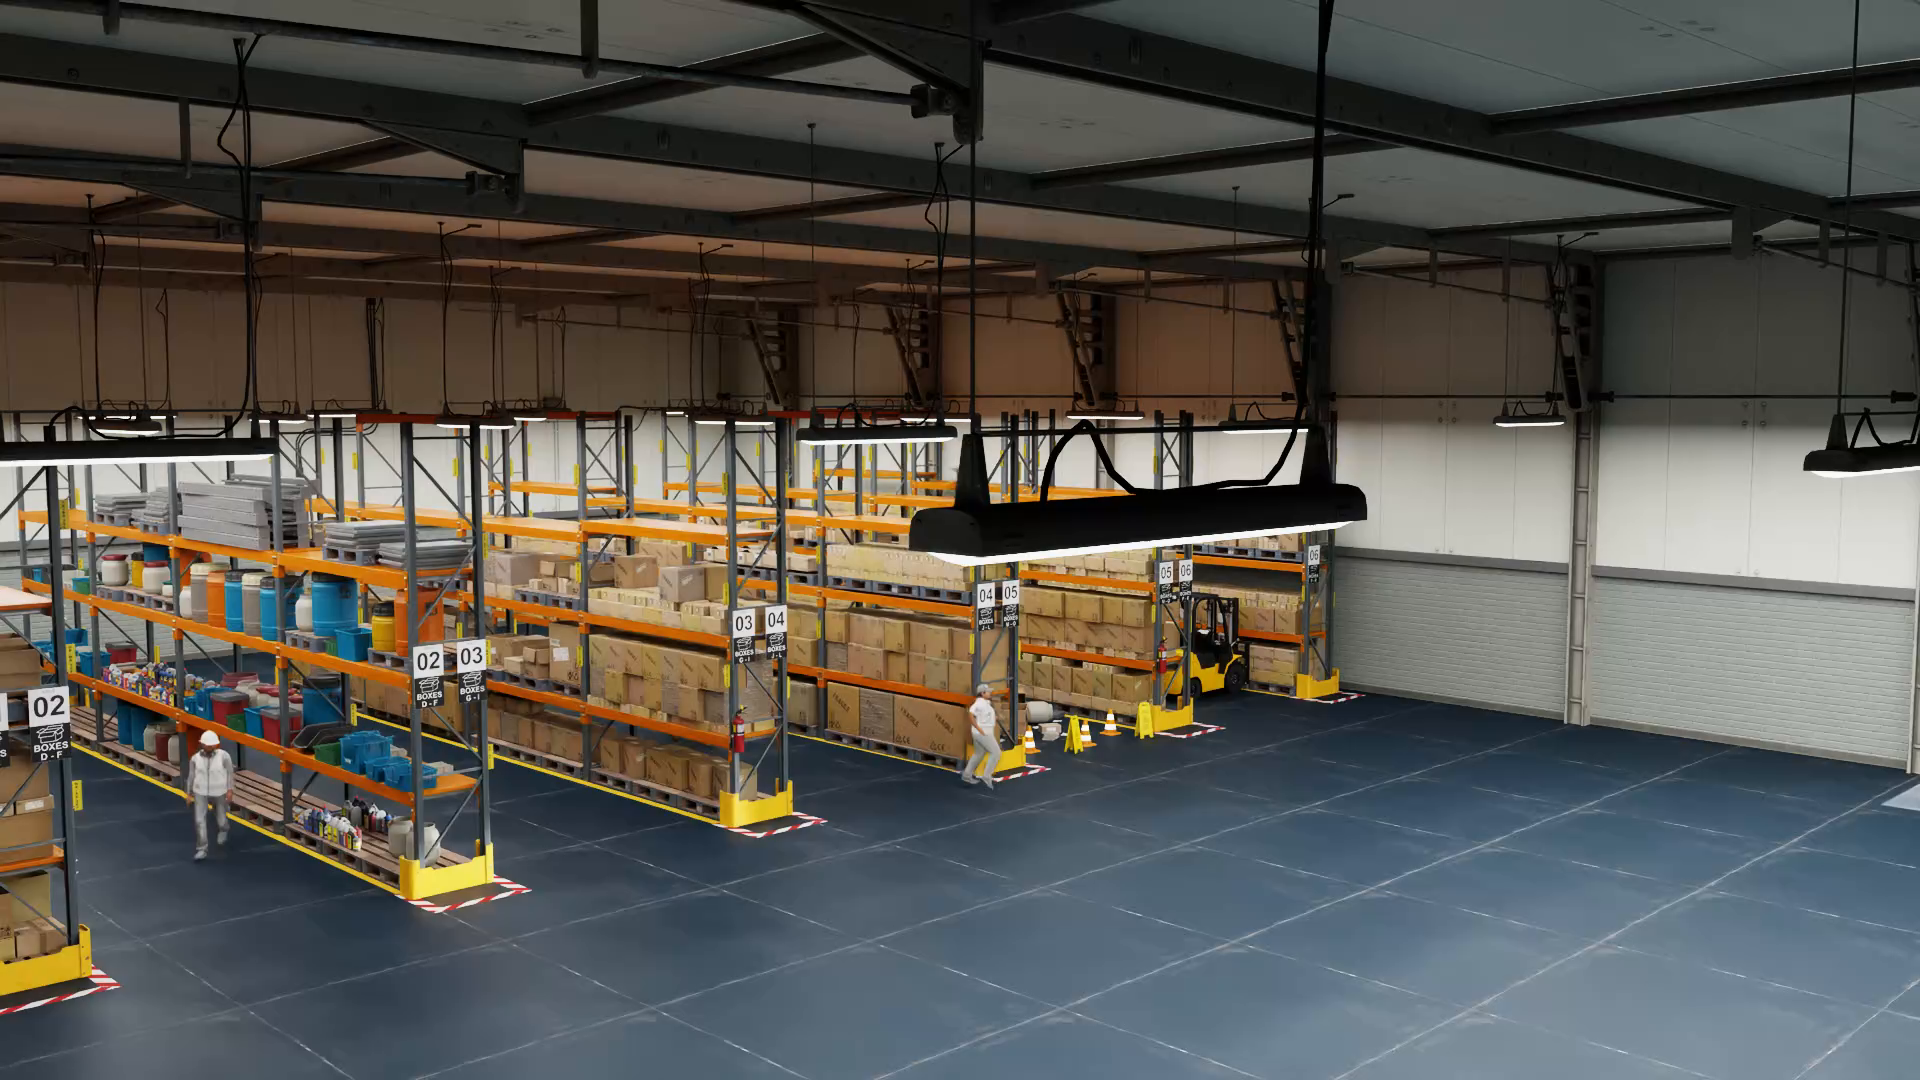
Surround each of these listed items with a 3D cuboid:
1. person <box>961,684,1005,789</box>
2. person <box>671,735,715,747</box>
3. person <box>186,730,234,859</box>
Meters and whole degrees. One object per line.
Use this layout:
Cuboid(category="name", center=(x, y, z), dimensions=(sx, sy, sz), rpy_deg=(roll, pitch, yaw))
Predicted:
Cuboid(category="person", center=(0.378, 3.181, 26.931), dimensions=(0.721, 1.711, 0.581), rpy_deg=(0, 5, -1))
Cuboid(category="person", center=(-4.831, 2.809, 29.939), dimensions=(0.961, 1.782, 0.670), rpy_deg=(3, 6, 27))
Cuboid(category="person", center=(-10.319, 3.463, 22.904), dimensions=(0.623, 1.734, 0.796), rpy_deg=(-1, 5, -16))
